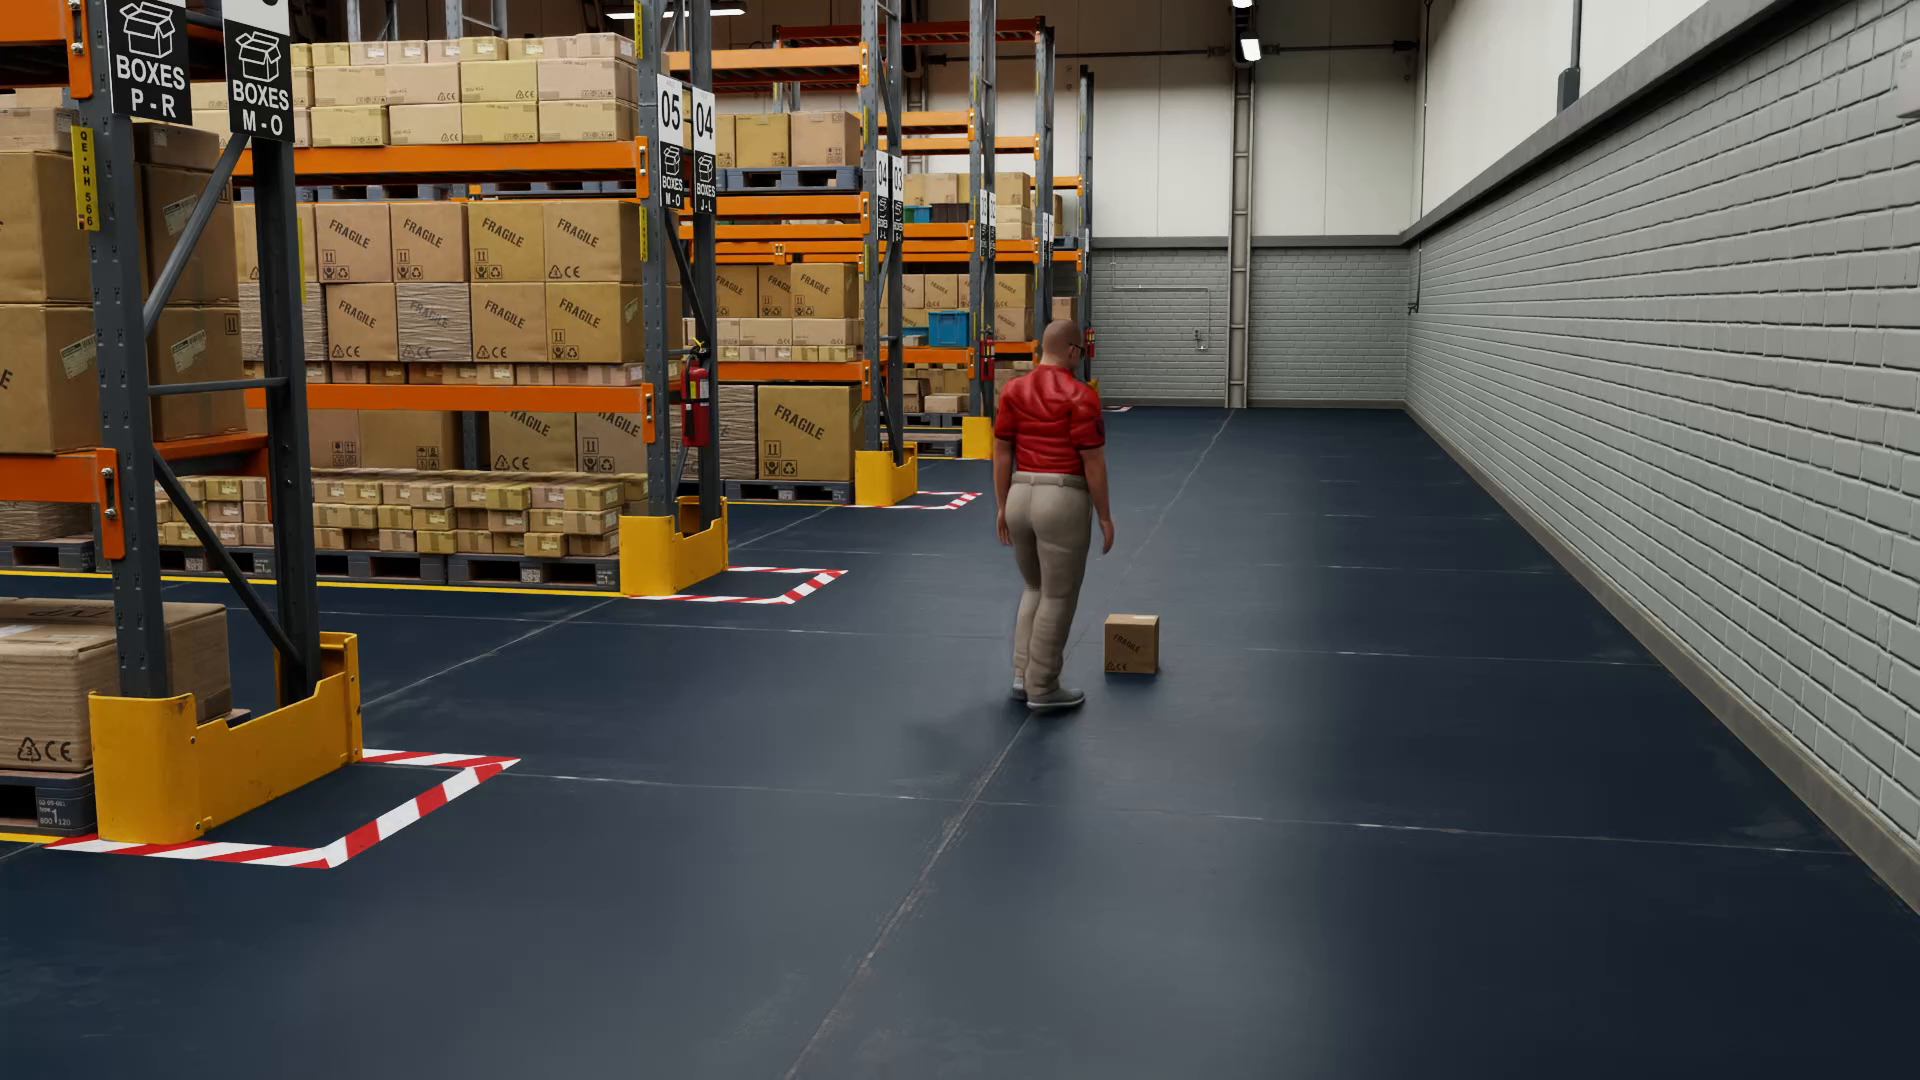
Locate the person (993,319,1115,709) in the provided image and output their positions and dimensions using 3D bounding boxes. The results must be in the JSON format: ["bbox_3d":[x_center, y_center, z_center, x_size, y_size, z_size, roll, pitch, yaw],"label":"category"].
[{"bbox_3d":[0.416,-0.074,7.384,0.558,1.797,0.376,7,11,43],"label":"person"}]
